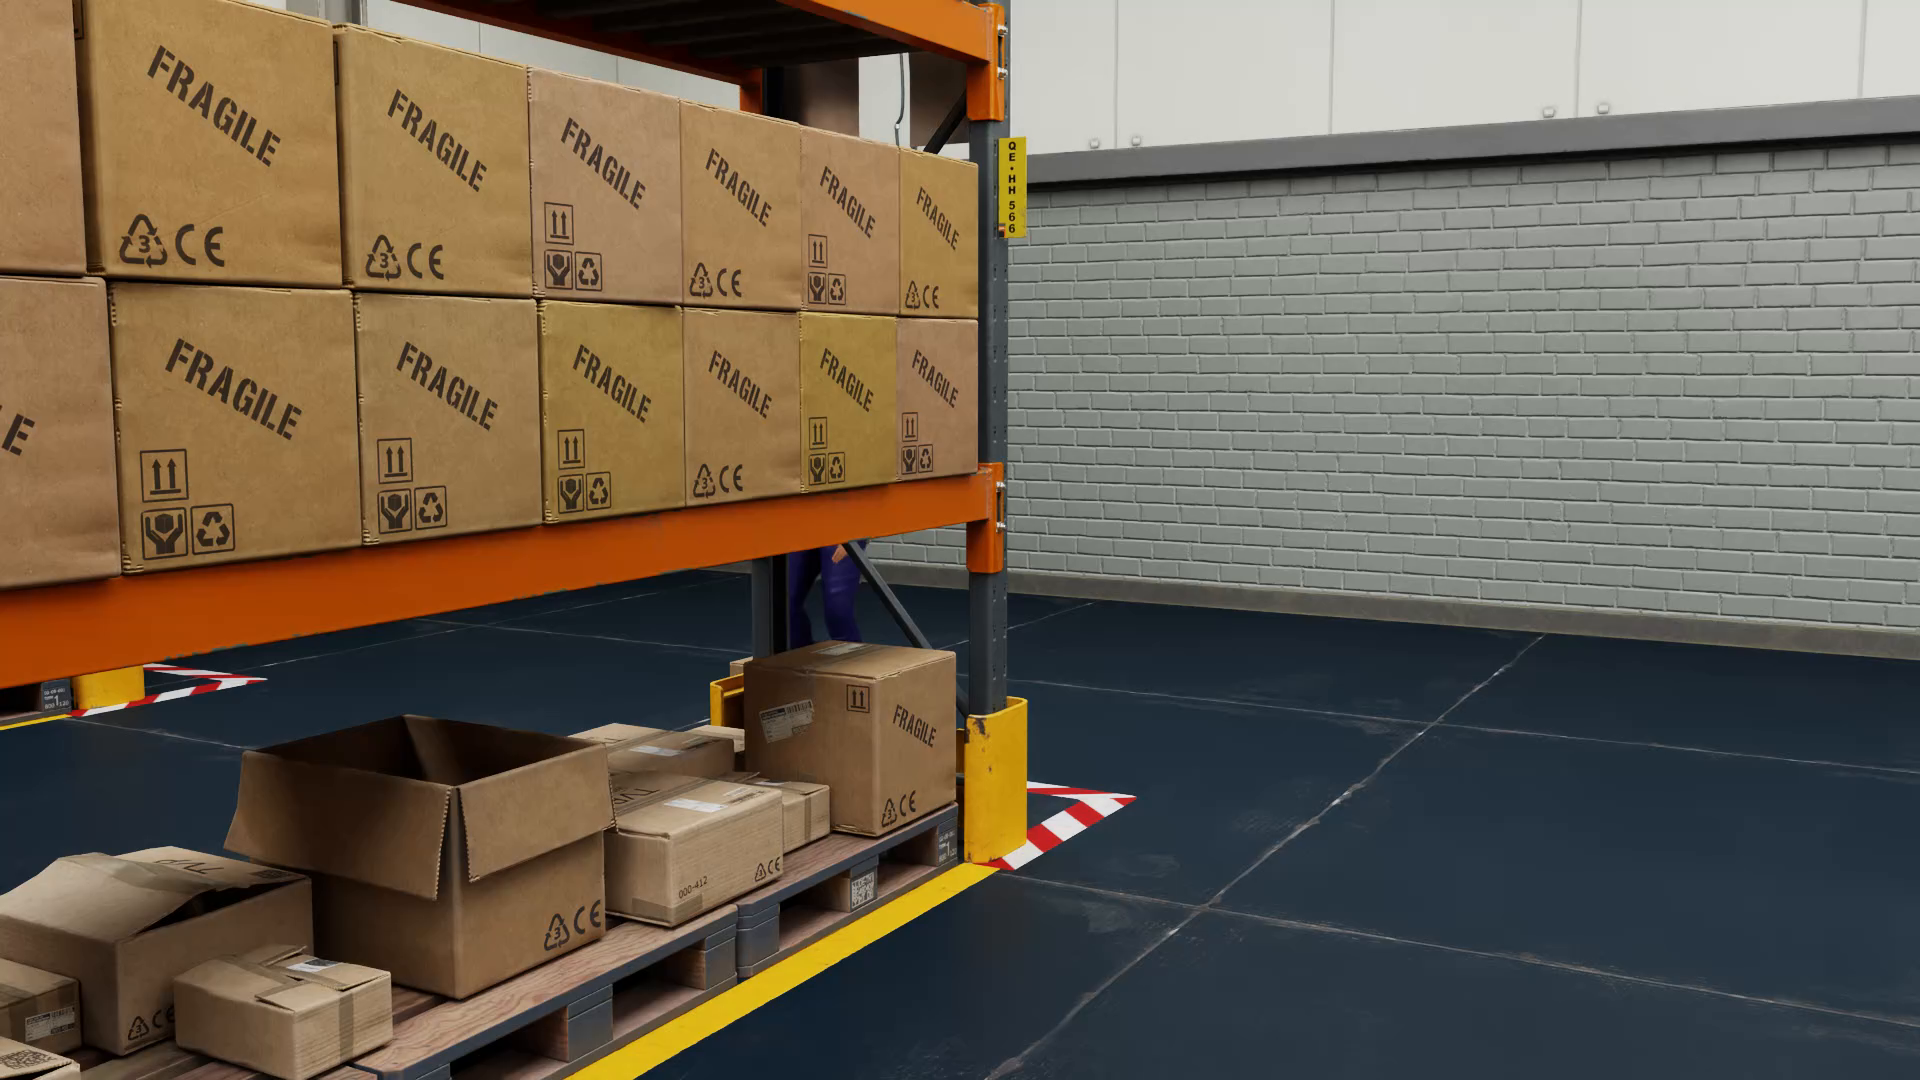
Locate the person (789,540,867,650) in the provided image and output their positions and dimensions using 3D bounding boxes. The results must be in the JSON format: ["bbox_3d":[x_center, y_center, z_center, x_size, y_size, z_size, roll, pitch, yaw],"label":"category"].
[{"bbox_3d":[-0.664,-0.006,8.265,0.496,1.608,0.390,3,7,30],"label":"person"}]
